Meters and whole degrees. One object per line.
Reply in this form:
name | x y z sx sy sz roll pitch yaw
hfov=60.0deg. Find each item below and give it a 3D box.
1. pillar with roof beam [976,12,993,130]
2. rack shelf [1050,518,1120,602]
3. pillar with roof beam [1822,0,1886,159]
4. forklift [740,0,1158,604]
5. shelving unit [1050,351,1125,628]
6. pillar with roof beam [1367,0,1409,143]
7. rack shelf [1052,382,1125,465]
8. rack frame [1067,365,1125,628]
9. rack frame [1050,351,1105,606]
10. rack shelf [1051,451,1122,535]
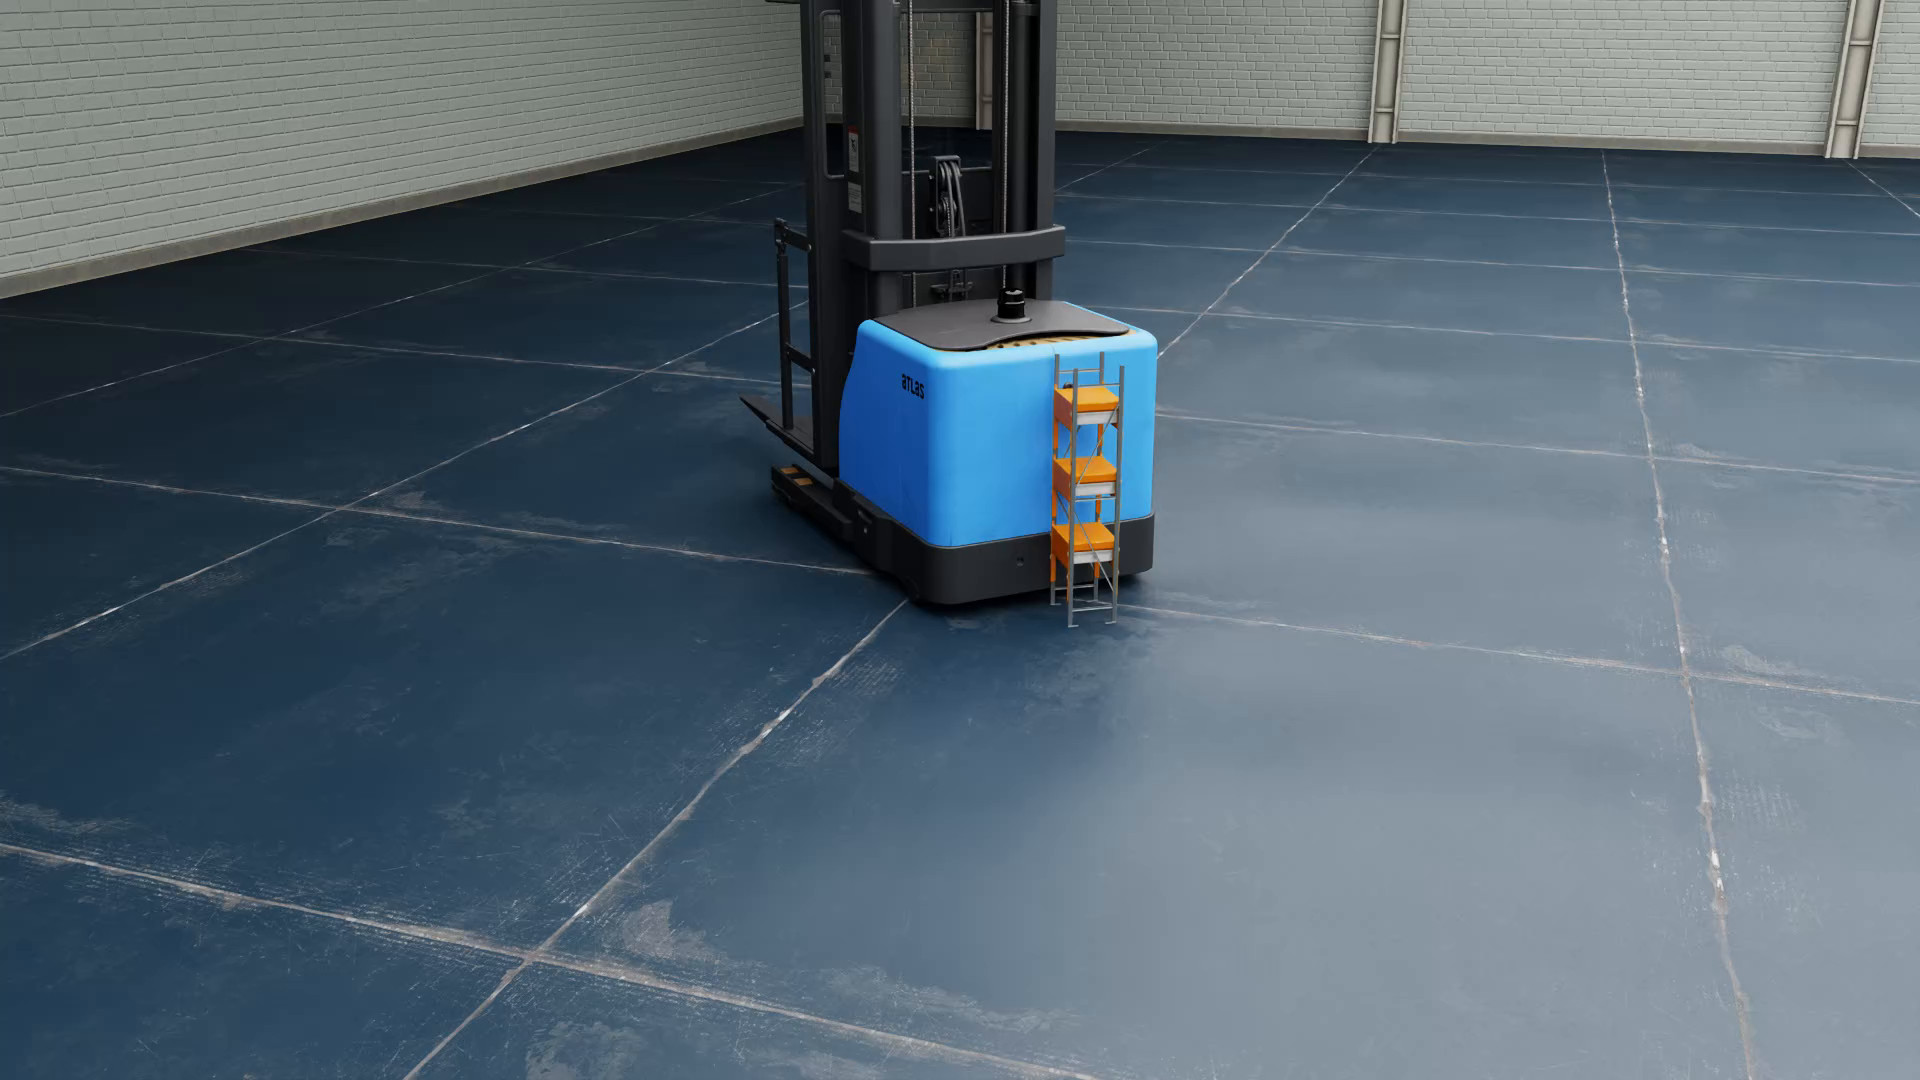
pillar with roof beam | -0.934 -9.349 20.727 0.400 9.000 9.100 7 20 18
rack shelf | 0.495 0.077 6.638 0.215 0.259 0.240 -4 20 -13
pillar with roof beam | 10.401 -8.053 17.008 0.400 9.000 9.100 7 20 18
forklift | -0.268 -1.571 7.631 1.130 2.935 3.031 -9 21 -24
shelving unit | 0.495 -0.196 6.543 0.215 1.050 0.252 -4 20 -13
pillar with roof beam | 4.734 -8.701 18.867 0.400 9.000 9.100 7 20 18
rack shelf | 0.495 -0.454 6.453 0.215 0.259 0.240 -4 20 -13
rack frame | 0.523 -0.157 6.431 0.200 1.050 0.008 -4 20 -13
rack frame | 0.467 -0.235 6.655 0.200 1.050 0.008 -4 20 -13
rack shelf | 0.495 -0.186 6.546 0.215 0.259 0.240 -4 20 -13
